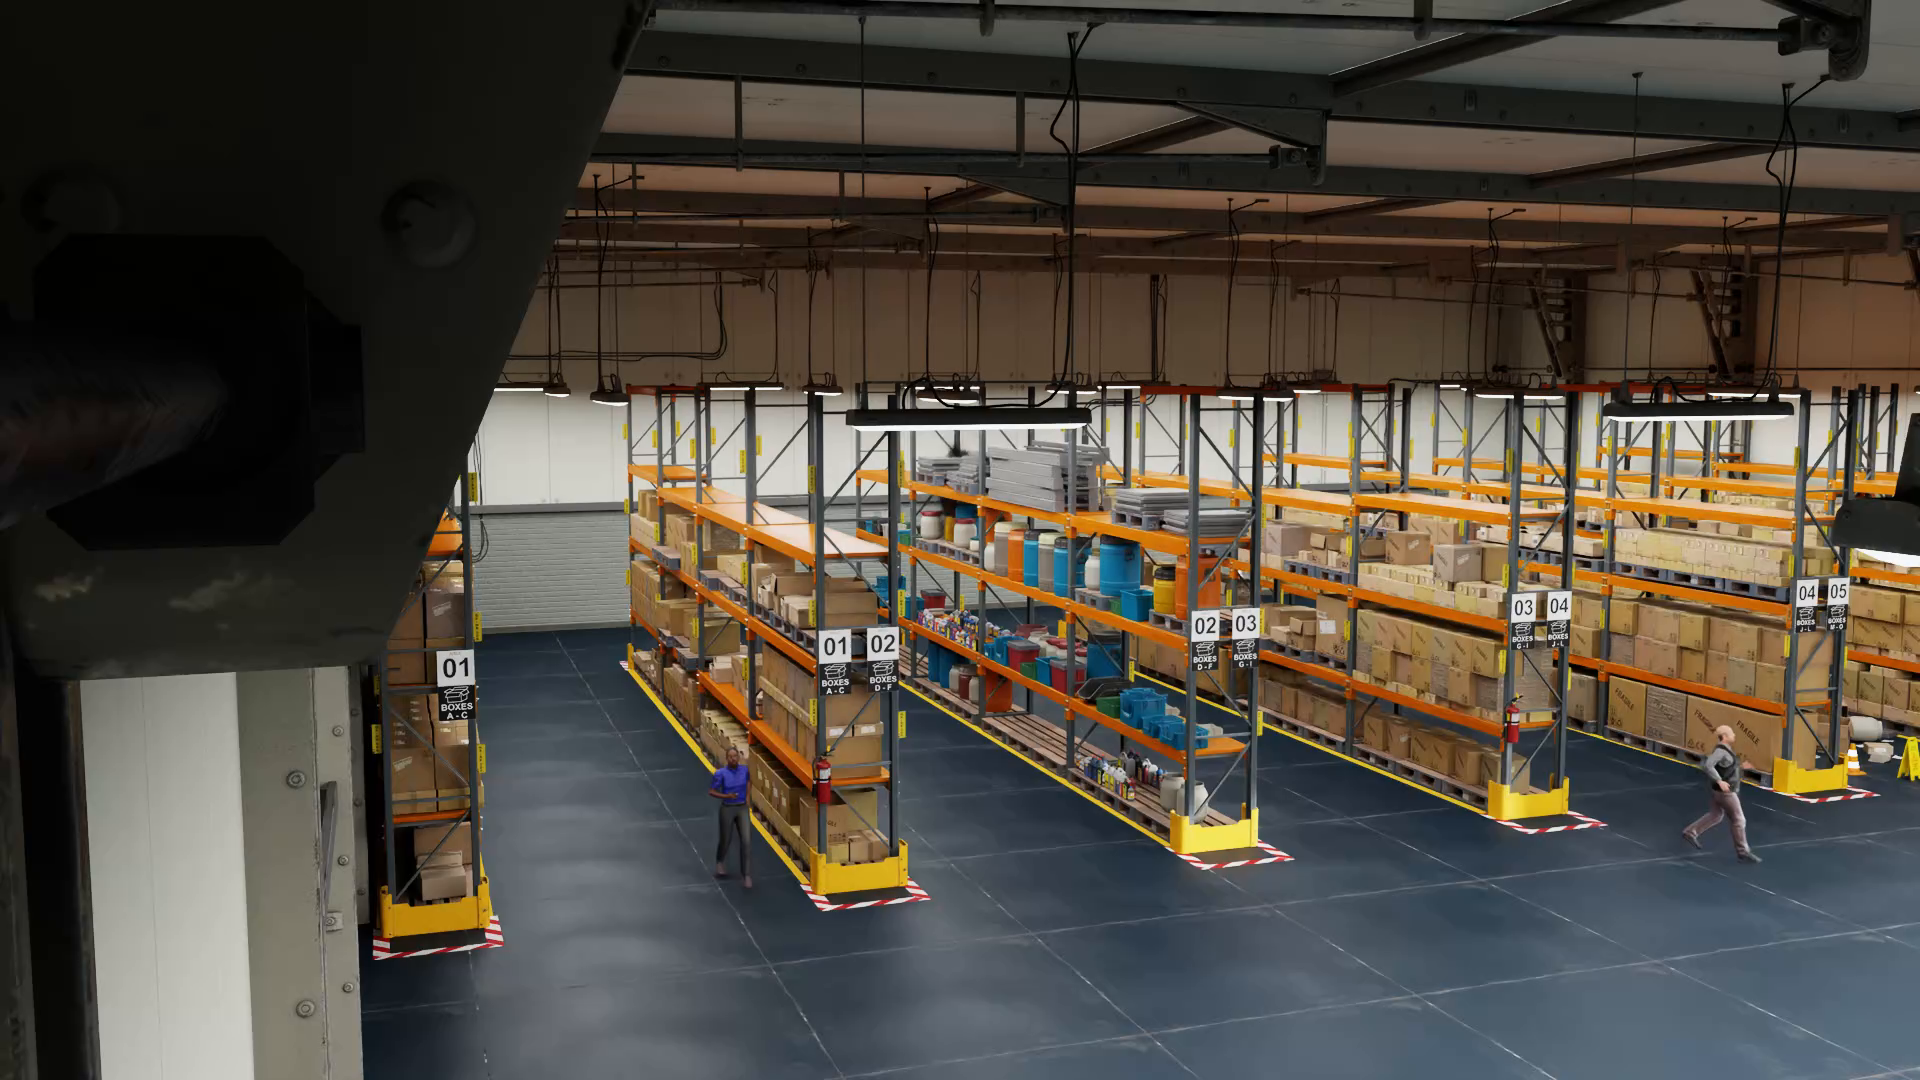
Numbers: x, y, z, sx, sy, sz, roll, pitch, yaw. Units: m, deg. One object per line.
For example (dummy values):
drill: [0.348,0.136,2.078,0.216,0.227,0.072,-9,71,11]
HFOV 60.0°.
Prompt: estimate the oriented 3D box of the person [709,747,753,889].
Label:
person: [-2.813,3.392,20.523,0.578,1.711,0.793,-2,6,-21]

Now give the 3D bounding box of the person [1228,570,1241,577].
person: [6.706,1.278,41.211,0.556,1.667,0.730,-1,6,-5]

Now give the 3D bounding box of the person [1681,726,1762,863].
person: [9.842,3.241,21.419,0.955,1.720,0.651,2,6,21]
